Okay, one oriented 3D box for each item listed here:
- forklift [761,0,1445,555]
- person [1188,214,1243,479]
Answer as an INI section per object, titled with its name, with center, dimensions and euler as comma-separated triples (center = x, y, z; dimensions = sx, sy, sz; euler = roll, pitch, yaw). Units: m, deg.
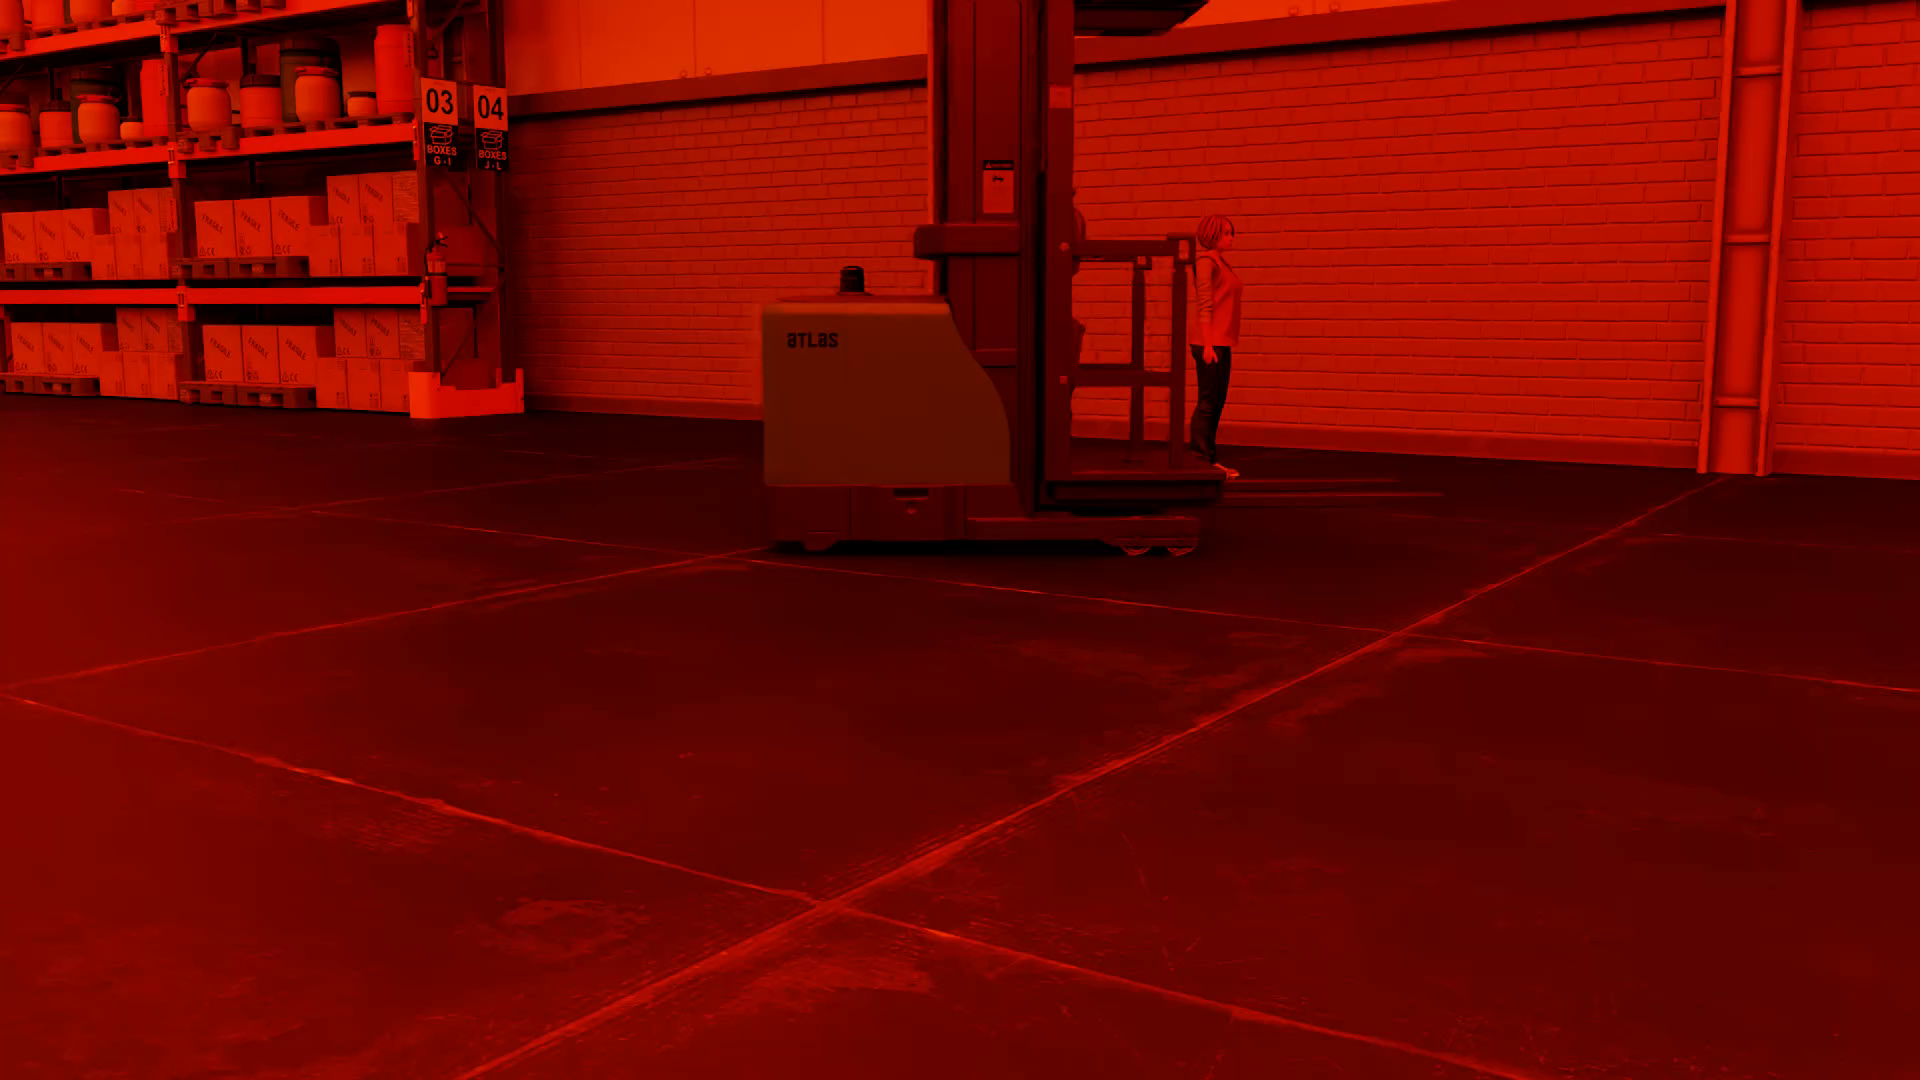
[forklift]
center = 0.631, -1.460, 7.460
dimensions = 3.031, 2.935, 1.130
euler = -1, 8, -4
[person]
center = 1.544, -1.158, 10.065
dimensions = 0.315, 1.604, 0.414
euler = 3, 9, 21
